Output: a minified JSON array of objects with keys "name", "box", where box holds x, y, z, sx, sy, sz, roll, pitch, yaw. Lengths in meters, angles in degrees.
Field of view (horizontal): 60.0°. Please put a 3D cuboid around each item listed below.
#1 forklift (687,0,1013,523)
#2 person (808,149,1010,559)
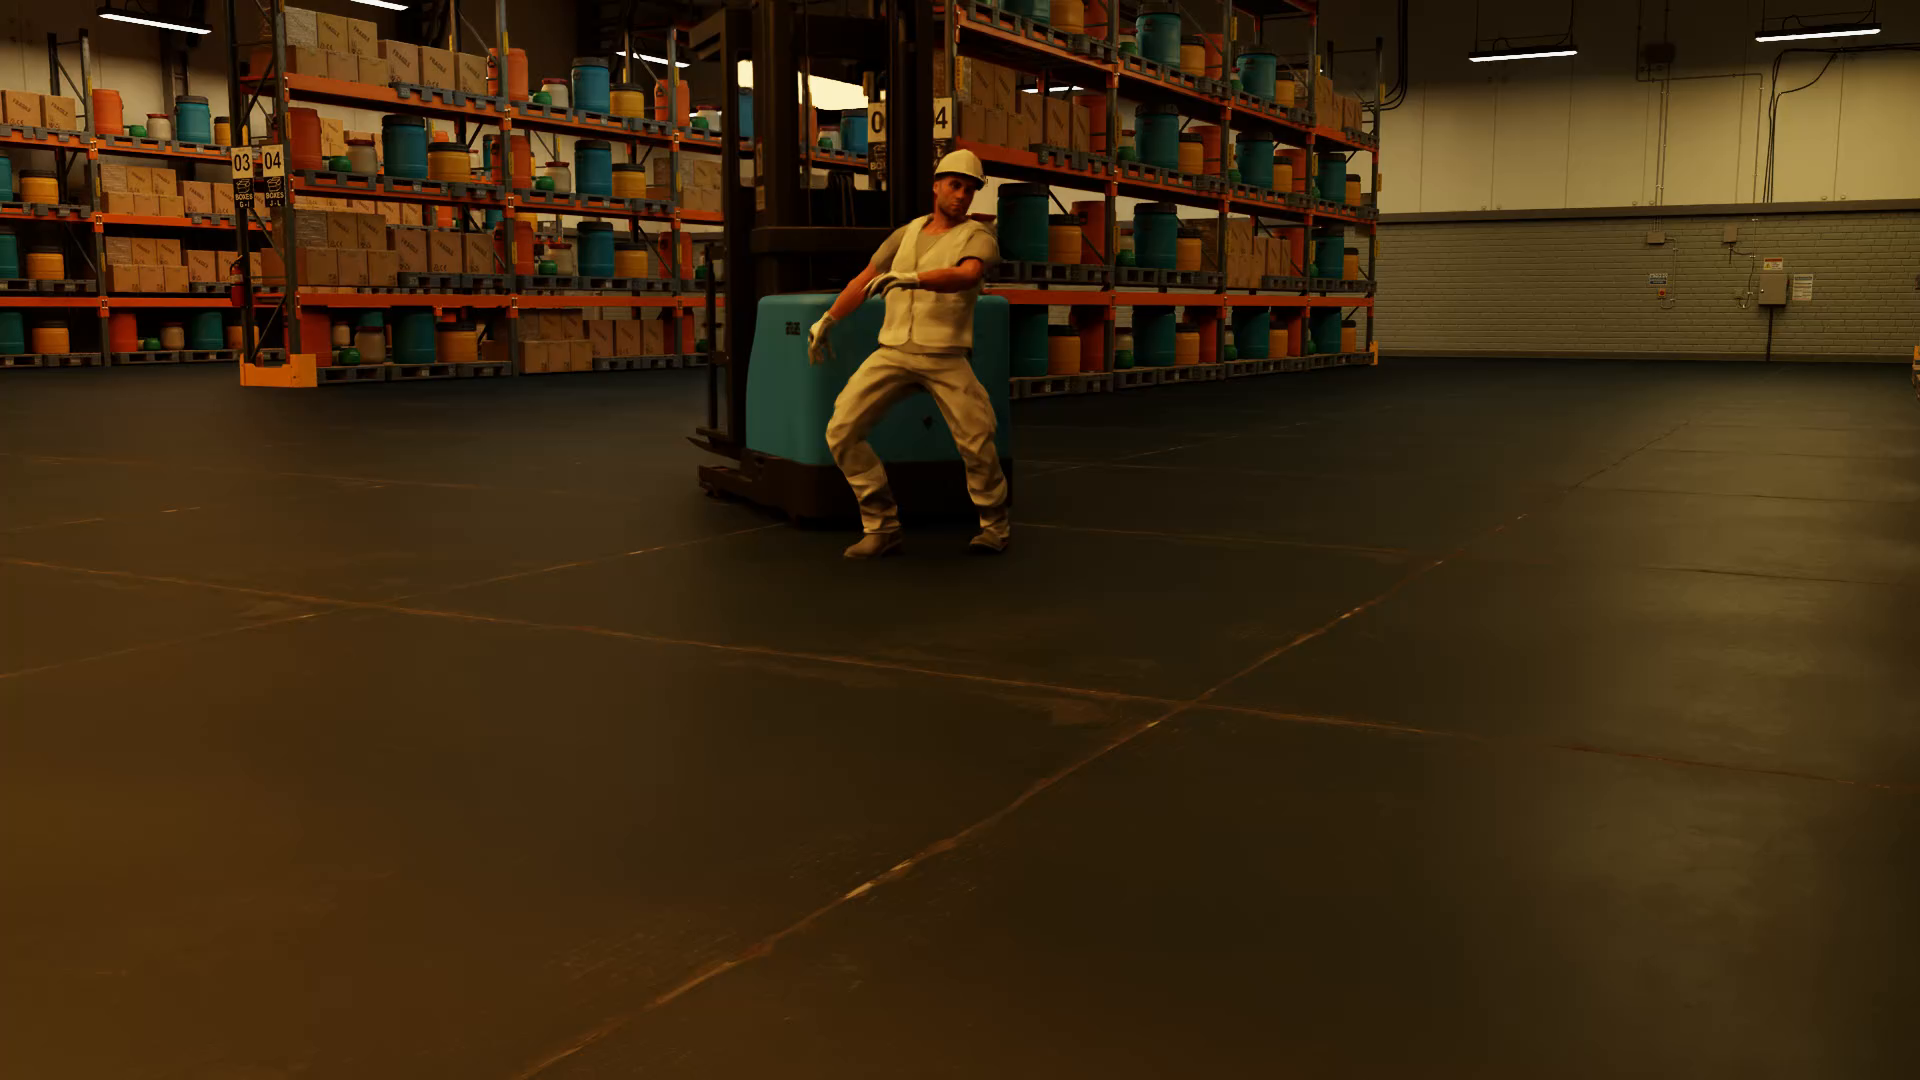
[{"name":"forklift","box":[-0.787,-1.695,8.874,1.130,2.935,3.031,-3,9,-23]},{"name":"person","box":[-0.269,-0.751,6.787,0.849,1.670,0.783,3,8,22]}]
